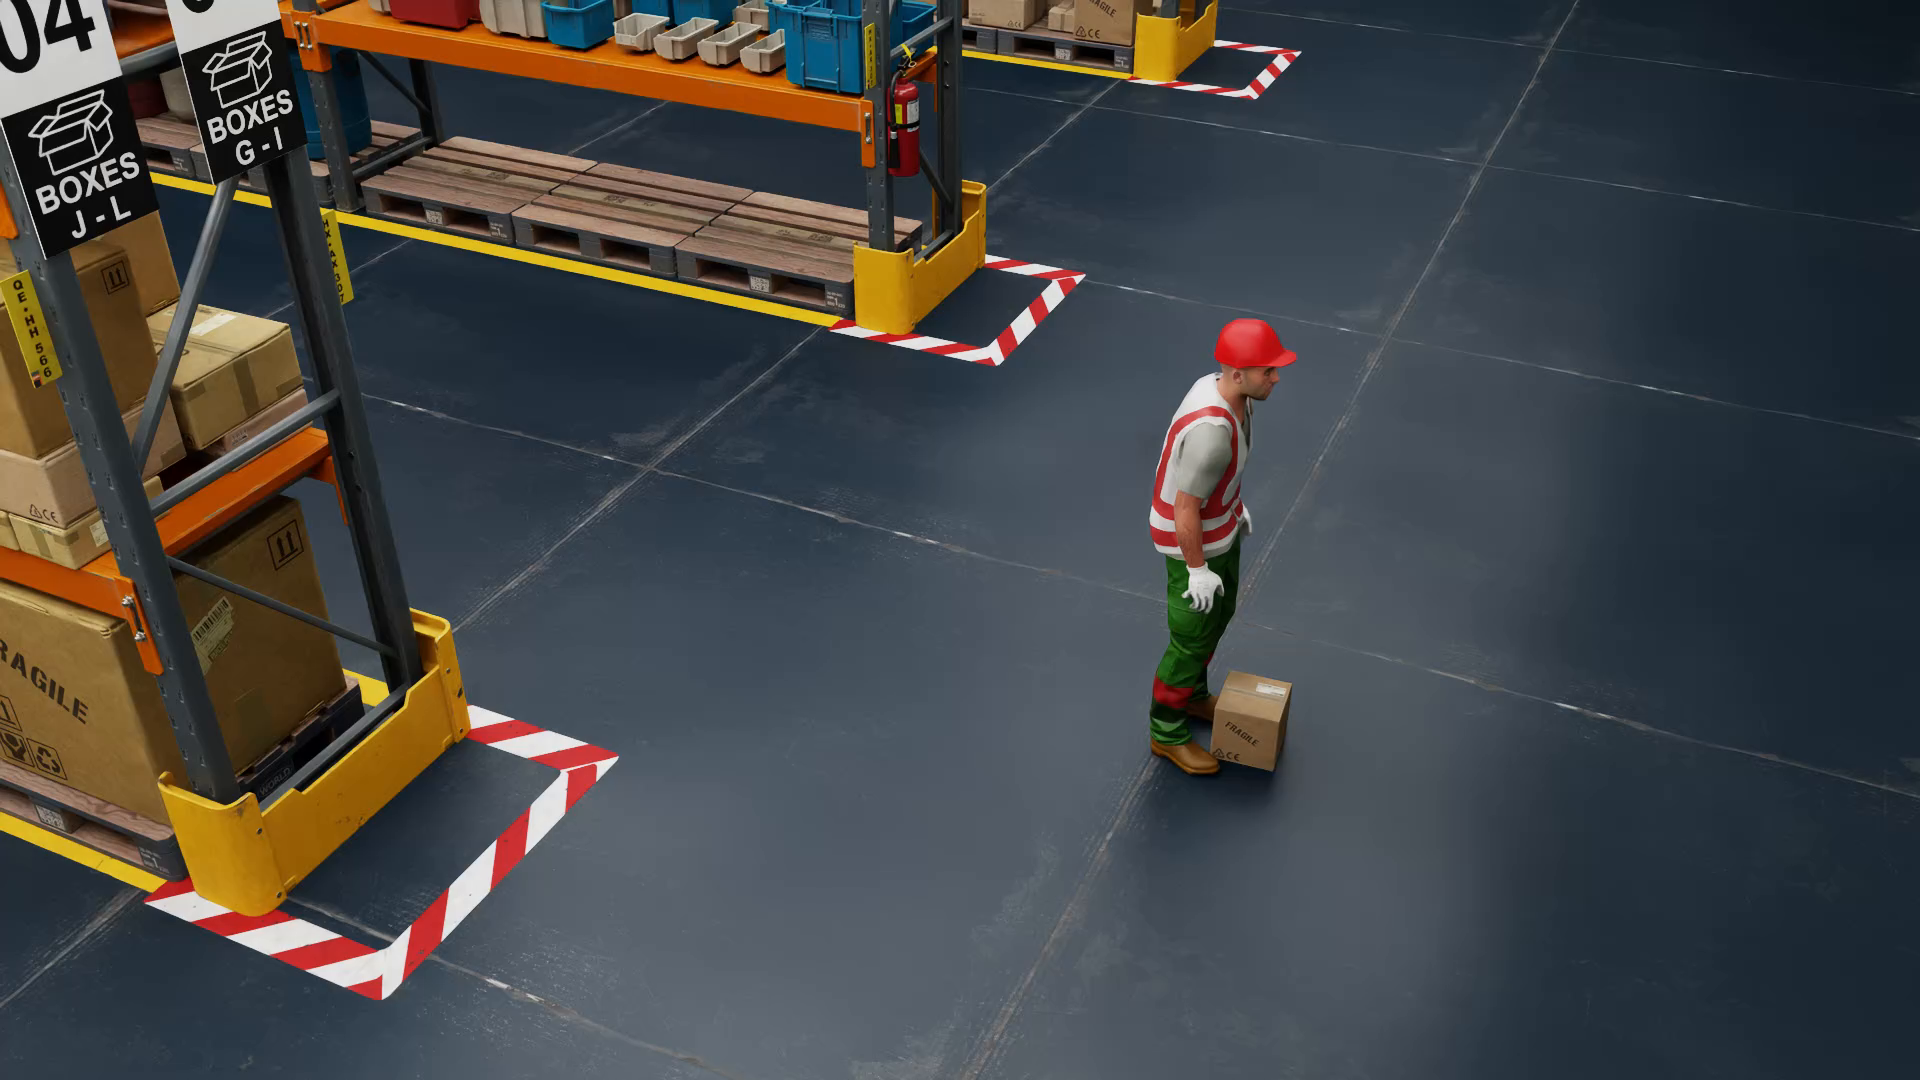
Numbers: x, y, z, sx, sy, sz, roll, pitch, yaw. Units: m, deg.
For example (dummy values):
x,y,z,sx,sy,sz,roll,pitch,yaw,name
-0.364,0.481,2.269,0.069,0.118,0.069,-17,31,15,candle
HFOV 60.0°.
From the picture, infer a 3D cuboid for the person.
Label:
x,y,z,sx,sy,sz,roll,pitch,yaw,name
0.929,0.000,6.125,0.445,1.781,0.622,13,35,18,person
